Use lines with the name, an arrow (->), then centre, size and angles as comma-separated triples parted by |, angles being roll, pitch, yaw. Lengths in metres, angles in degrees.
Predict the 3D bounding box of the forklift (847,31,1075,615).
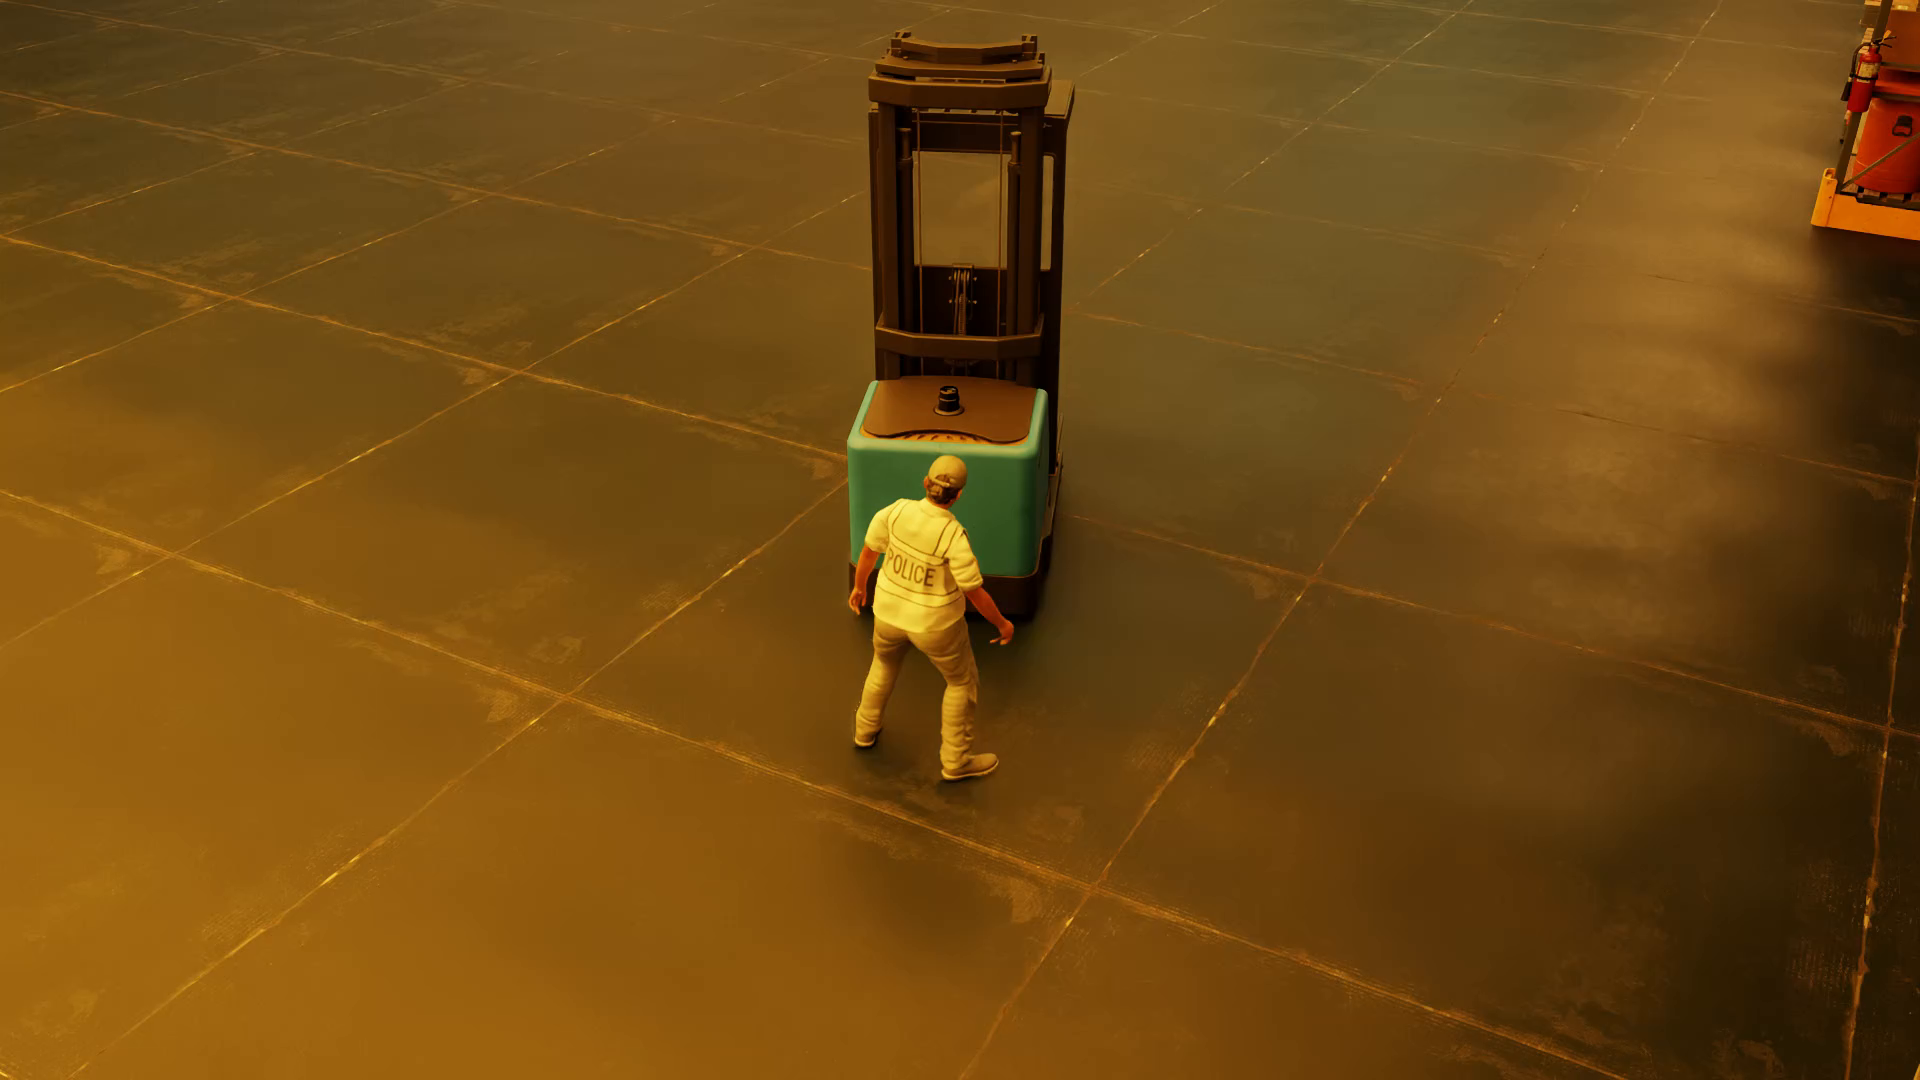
forklift -> 0.072, -1.572, 9.794 | 1.130, 2.935, 3.031 | 3, 30, 6

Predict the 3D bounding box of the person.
person -> -0.169, 0.340, 7.799 | 0.840, 1.626, 0.443 | 16, 34, 26
